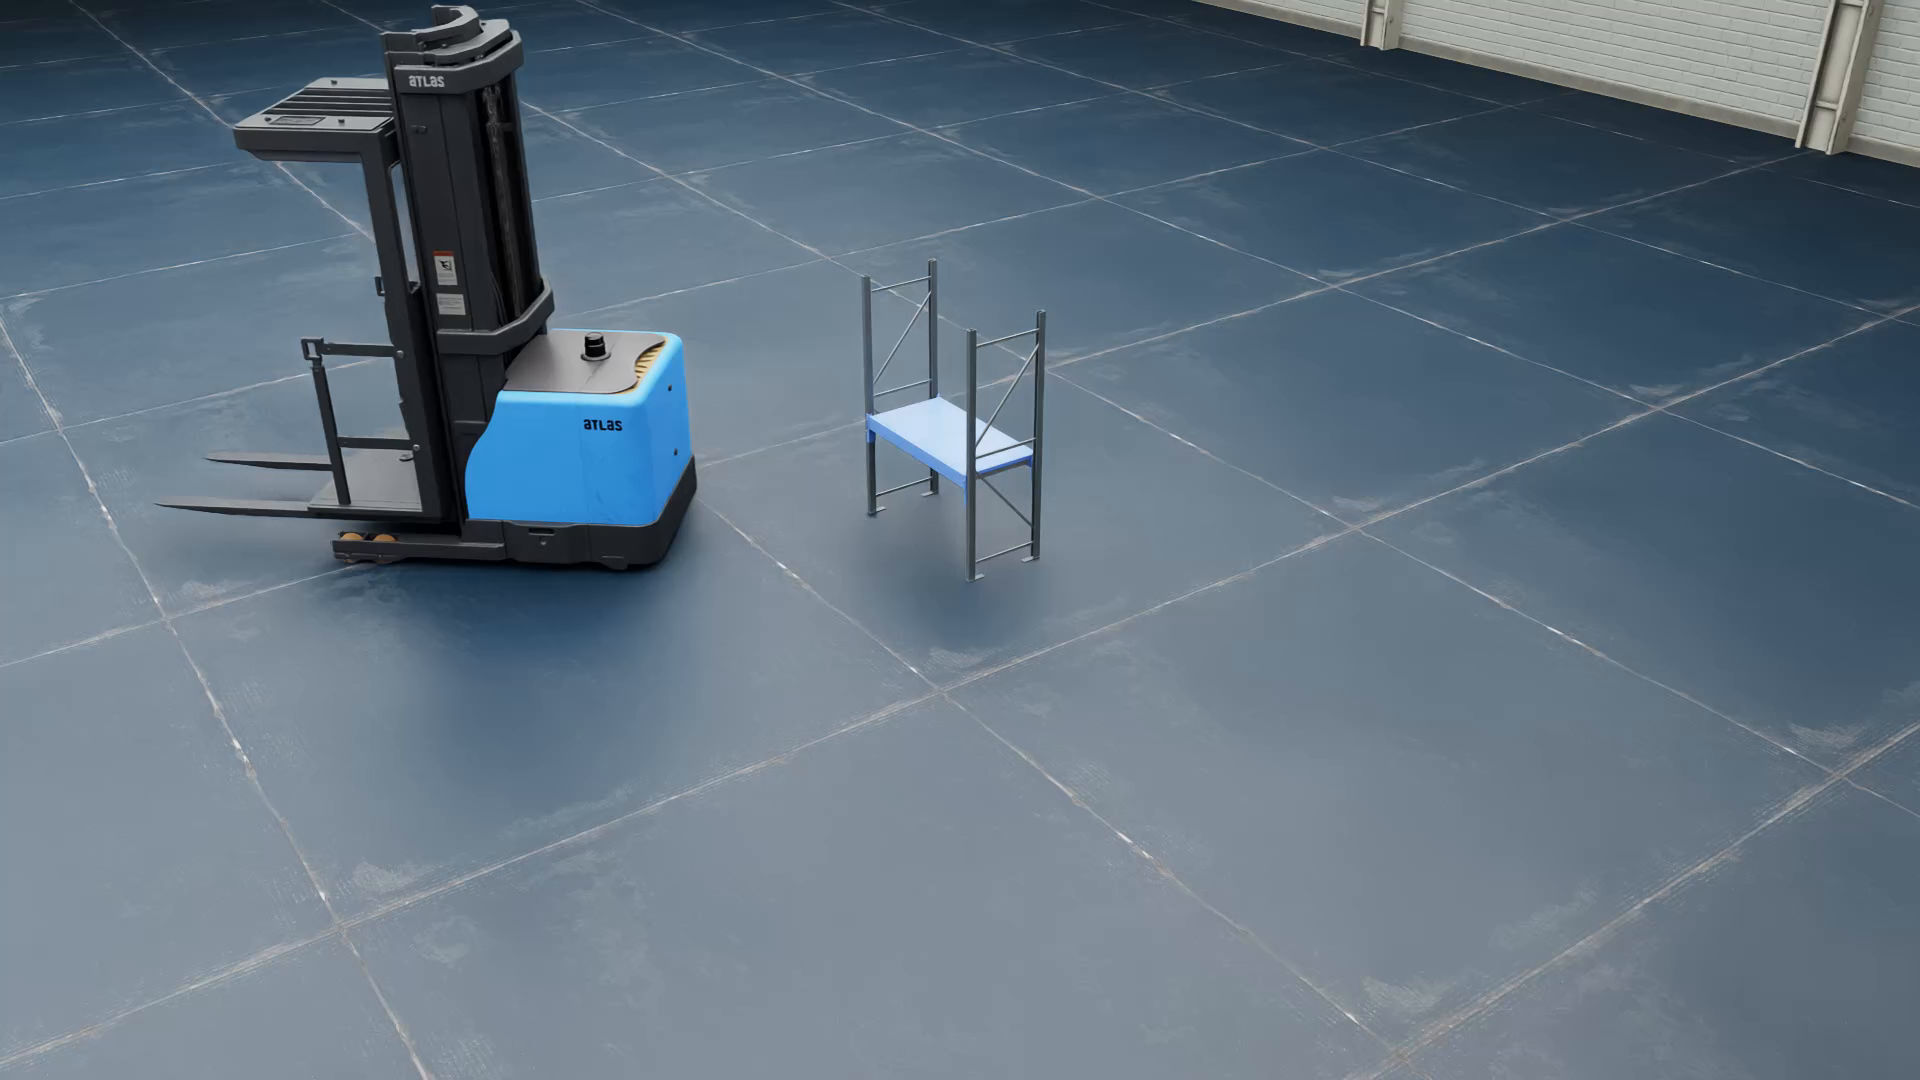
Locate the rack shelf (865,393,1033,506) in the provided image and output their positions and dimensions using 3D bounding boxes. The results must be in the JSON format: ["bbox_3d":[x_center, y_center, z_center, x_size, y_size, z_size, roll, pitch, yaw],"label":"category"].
[{"bbox_3d":[-0.049,-0.534,9.539,0.538,0.185,1.000,-19,34,-31],"label":"rack shelf"}]

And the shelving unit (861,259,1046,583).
[{"bbox_3d":[-0.049,-0.692,9.453,0.538,1.500,1.048,-19,34,-31],"label":"shelving unit"}]

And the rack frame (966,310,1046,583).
[{"bbox_3d":[0.245,-0.495,9.089,0.500,1.500,0.032,-19,34,-31],"label":"rack frame"}]

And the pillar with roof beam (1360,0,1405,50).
[{"bbox_3d":[1.921,-9.148,17.166,9.100,9.000,0.400,-19,34,-31],"label":"pillar with roof beam"}]

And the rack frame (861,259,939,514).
[{"bbox_3d":[-0.344,-0.890,9.817,0.500,1.500,0.032,-19,34,-31],"label":"rack frame"}]

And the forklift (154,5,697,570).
[{"bbox_3d":[-3.155,-1.398,9.253,3.031,2.935,1.130,2,29,5],"label":"forklift"}]

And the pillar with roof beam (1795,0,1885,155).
[{"bbox_3d":[5.401,-6.816,12.871,9.100,9.000,0.400,-19,34,-31],"label":"pillar with roof beam"}]
